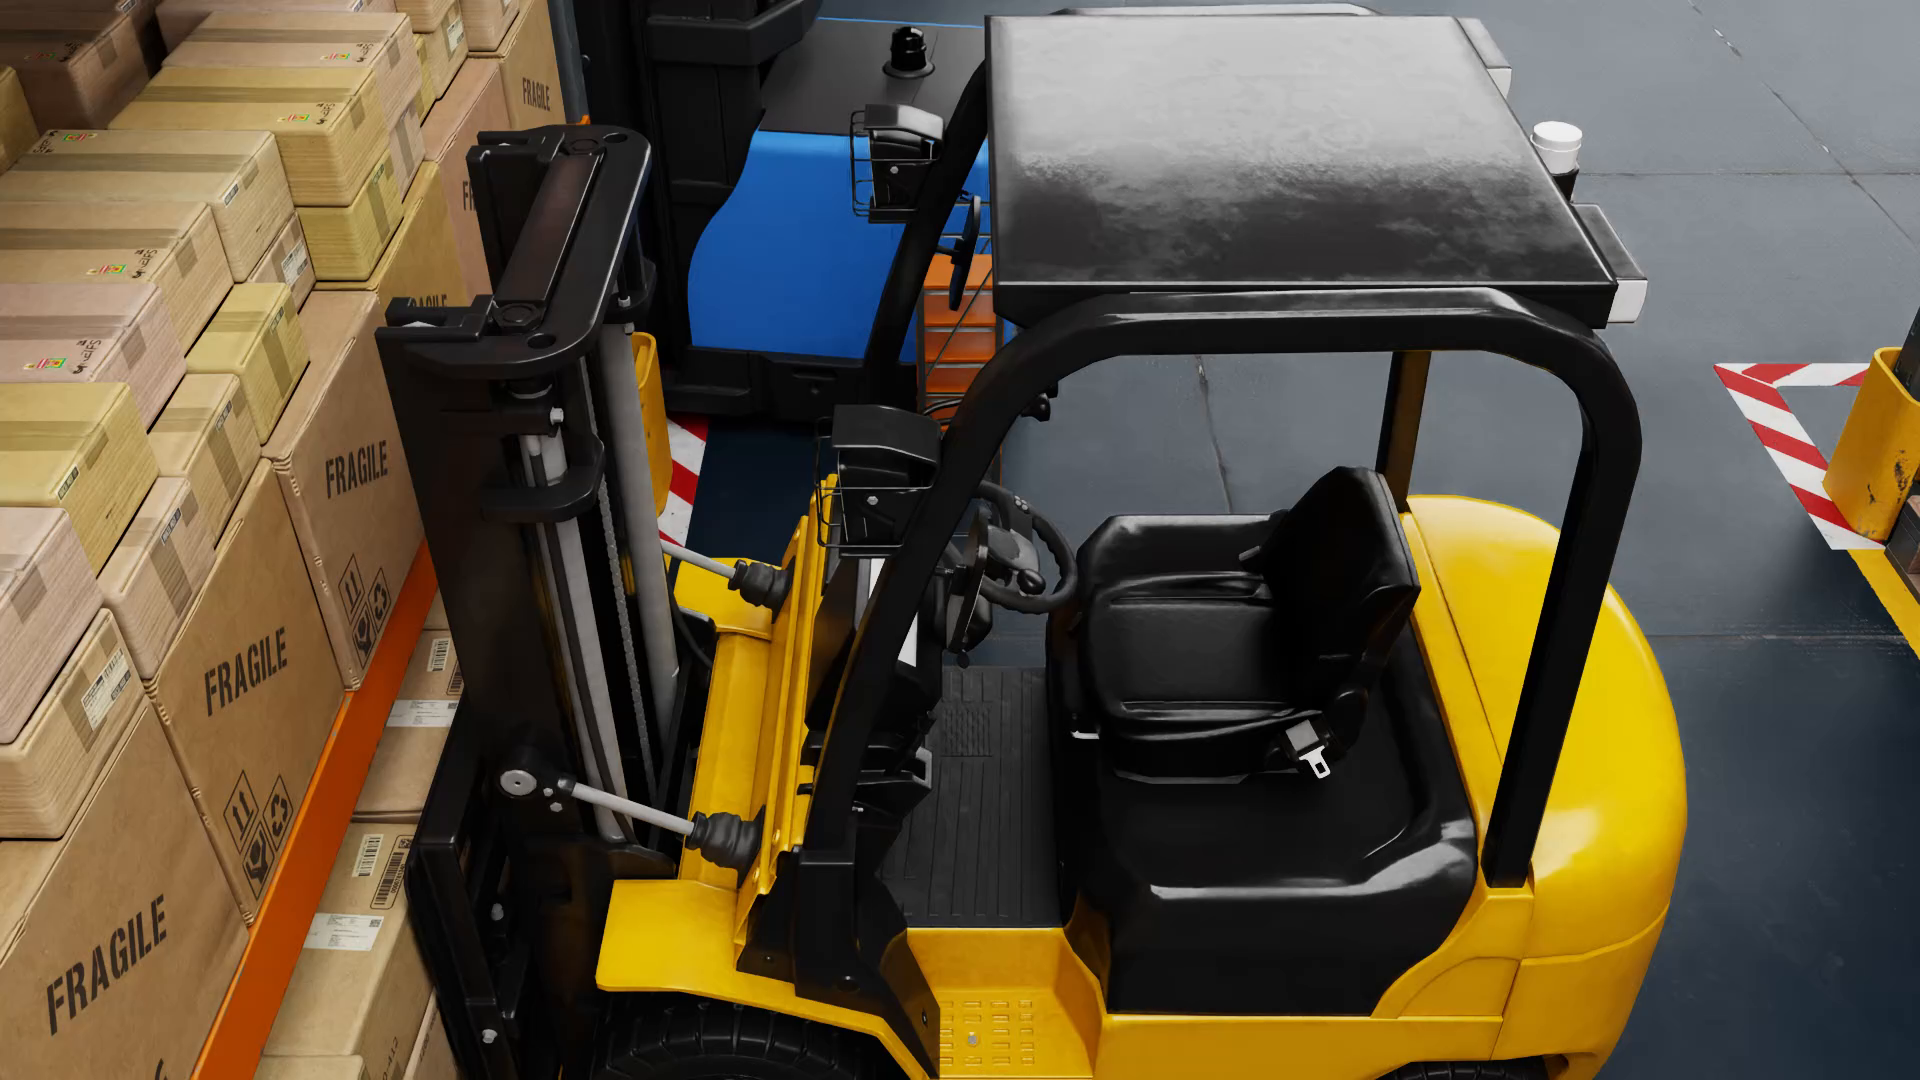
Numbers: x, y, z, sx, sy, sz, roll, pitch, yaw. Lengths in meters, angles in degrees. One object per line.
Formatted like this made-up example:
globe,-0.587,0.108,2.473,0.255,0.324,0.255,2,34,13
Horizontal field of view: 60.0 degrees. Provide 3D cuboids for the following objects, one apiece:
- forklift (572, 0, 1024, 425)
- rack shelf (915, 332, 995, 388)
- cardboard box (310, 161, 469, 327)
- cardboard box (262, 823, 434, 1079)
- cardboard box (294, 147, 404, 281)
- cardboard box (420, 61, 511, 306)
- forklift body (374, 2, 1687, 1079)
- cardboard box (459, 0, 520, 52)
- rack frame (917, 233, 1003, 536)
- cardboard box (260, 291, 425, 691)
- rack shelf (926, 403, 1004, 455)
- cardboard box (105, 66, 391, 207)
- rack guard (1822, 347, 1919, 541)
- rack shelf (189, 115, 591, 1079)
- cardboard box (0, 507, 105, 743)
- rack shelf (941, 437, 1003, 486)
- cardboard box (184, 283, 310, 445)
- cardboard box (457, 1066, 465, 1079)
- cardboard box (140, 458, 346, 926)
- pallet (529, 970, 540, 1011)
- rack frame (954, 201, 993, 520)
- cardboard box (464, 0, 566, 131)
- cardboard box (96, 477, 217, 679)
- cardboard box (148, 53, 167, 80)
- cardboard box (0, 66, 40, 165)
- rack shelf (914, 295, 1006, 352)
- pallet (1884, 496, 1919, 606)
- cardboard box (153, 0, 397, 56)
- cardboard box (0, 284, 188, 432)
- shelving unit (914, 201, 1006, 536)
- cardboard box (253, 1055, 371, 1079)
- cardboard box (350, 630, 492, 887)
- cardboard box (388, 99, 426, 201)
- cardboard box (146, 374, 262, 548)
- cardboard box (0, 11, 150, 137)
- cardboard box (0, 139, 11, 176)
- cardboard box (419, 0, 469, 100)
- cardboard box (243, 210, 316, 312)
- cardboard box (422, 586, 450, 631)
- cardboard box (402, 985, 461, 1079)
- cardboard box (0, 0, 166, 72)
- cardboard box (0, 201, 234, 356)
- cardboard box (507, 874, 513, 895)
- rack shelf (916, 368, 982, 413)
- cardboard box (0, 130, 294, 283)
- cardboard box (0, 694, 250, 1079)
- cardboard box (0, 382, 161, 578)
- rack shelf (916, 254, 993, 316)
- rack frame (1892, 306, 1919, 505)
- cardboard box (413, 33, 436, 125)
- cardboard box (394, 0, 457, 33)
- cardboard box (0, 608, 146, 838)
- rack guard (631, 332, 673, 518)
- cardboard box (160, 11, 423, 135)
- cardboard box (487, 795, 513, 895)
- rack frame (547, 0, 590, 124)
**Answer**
forklift,-1.271,-1.908,5.287,3.031,2.935,1.130,5,39,6
rack shelf,0.000,-0.536,4.839,0.258,0.103,0.180,0,39,0
cardboard box,-1.285,-0.404,3.276,0.500,0.500,0.500,-1,39,-1
cardboard box,-1.225,0.769,2.955,0.500,0.250,0.500,1,39,1
cardboard box,-1.234,-0.591,2.990,0.380,0.149,0.250,0,39,0
cardboard box,-1.286,-0.725,3.676,0.500,0.500,0.500,1,39,1
forklift body,0.286,0.198,3.283,2.313,2.155,1.214,0,39,0
cardboard box,-1.230,-1.233,3.792,0.380,0.149,0.250,1,39,1
rack frame,0.000,-0.420,4.815,0.240,1.200,0.006,0,39,0
cardboard box,-1.274,-0.090,2.884,0.500,0.500,0.500,0,39,0
rack shelf,0.000,-0.349,4.989,0.258,0.103,0.180,0,39,0
cardboard box,-1.228,-0.704,2.893,0.380,0.149,0.250,1,39,1
rack guard,3.423,-0.301,5.225,1.175,0.500,0.348,0,39,0
rack shelf,-1.538,0.214,3.160,1.077,0.370,4.000,0,39,0
cardboard box,-1.237,0.092,1.900,0.380,0.149,0.250,1,39,1
rack shelf,0.000,-0.255,5.064,0.258,0.103,0.180,0,39,0
cardboard box,-1.255,-0.275,2.596,0.380,0.149,0.250,-1,39,-1
cardboard box,-1.238,1.151,3.278,0.500,0.250,0.500,1,39,1
cardboard box,-1.294,0.225,2.491,0.500,0.500,0.500,0,39,0
pallet,-1.499,1.010,3.821,1.003,0.211,1.213,0,39,0
rack frame,0.000,-0.534,4.957,0.240,1.200,0.006,0,39,0
cardboard box,-1.278,-1.049,4.081,0.500,0.500,0.500,-1,39,-1
cardboard box,-1.228,0.049,2.192,0.380,0.149,0.250,0,39,-1
cardboard box,-1.802,-0.917,3.397,0.380,0.149,0.250,-1,39,-2
cardboard box,-1.860,-0.703,2.892,0.380,0.149,0.250,-1,39,-1
rack shelf,0.000,-0.630,4.764,0.258,0.103,0.180,0,39,0
pallet,3.389,0.320,4.682,1.003,0.211,1.213,0,39,0
cardboard box,-1.345,-1.028,3.298,0.380,0.149,0.250,0,39,0
cardboard box,-1.321,-0.230,2.301,0.380,0.149,0.250,0,39,0
shelving unit,0.000,-0.477,4.886,0.258,1.200,0.189,0,39,0
cardboard box,-1.213,1.080,2.567,0.500,0.250,0.500,0,39,0
cardboard box,-1.218,0.441,3.365,0.500,0.250,0.500,-1,39,-1
cardboard box,-1.255,-0.749,3.187,0.380,0.149,0.250,-1,39,-2
cardboard box,-1.246,-0.108,2.388,0.380,0.149,0.250,-1,39,-1
cardboard box,-1.762,-0.867,3.097,0.380,0.149,0.250,1,39,1
cardboard box,-1.781,-0.548,2.699,0.380,0.149,0.250,0,39,0
cardboard box,-1.291,-1.071,3.589,0.380,0.149,0.250,1,39,1
cardboard box,-1.324,-0.435,2.795,0.380,0.149,0.250,0,39,0
cardboard box,-1.211,0.124,3.760,0.500,0.250,0.500,0,39,1
cardboard box,-1.220,0.966,3.109,0.500,0.250,0.500,0,39,0
cardboard box,-1.788,-1.032,3.303,0.380,0.149,0.250,0,39,0
cardboard box,-1.339,-0.385,2.496,0.380,0.149,0.250,0,39,0
cardboard box,-1.219,0.834,3.674,0.500,0.250,0.500,1,39,1
rack shelf,0.000,-0.443,4.914,0.258,0.103,0.180,0,39,0
cardboard box,-1.322,-0.543,2.692,0.380,0.149,0.250,0,39,1
cardboard box,-1.293,0.541,2.096,0.500,0.500,0.500,1,39,1
cardboard box,-1.265,-0.070,2.103,0.380,0.149,0.250,-1,39,-1
rack shelf,0.000,-0.724,4.689,0.258,0.103,0.180,0,39,0
rack frame,3.423,-1.324,4.503,1.000,3.000,0.127,0,39,0
cardboard box,-1.302,-0.916,3.396,0.380,0.149,0.250,0,39,0
cardboard box,-1.271,-1.184,3.493,0.380,0.149,0.250,1,39,1
cardboard box,-1.230,0.213,1.987,0.380,0.149,0.250,1,39,1
rack guard,-1.541,-0.357,5.296,1.175,0.500,0.348,0,39,0
cardboard box,-1.234,-0.866,3.095,0.380,0.149,0.250,1,39,1
cardboard box,-1.219,0.650,3.504,0.500,0.250,0.500,0,39,0
rack frame,-1.541,-1.318,4.496,1.000,3.000,0.127,0,39,0
